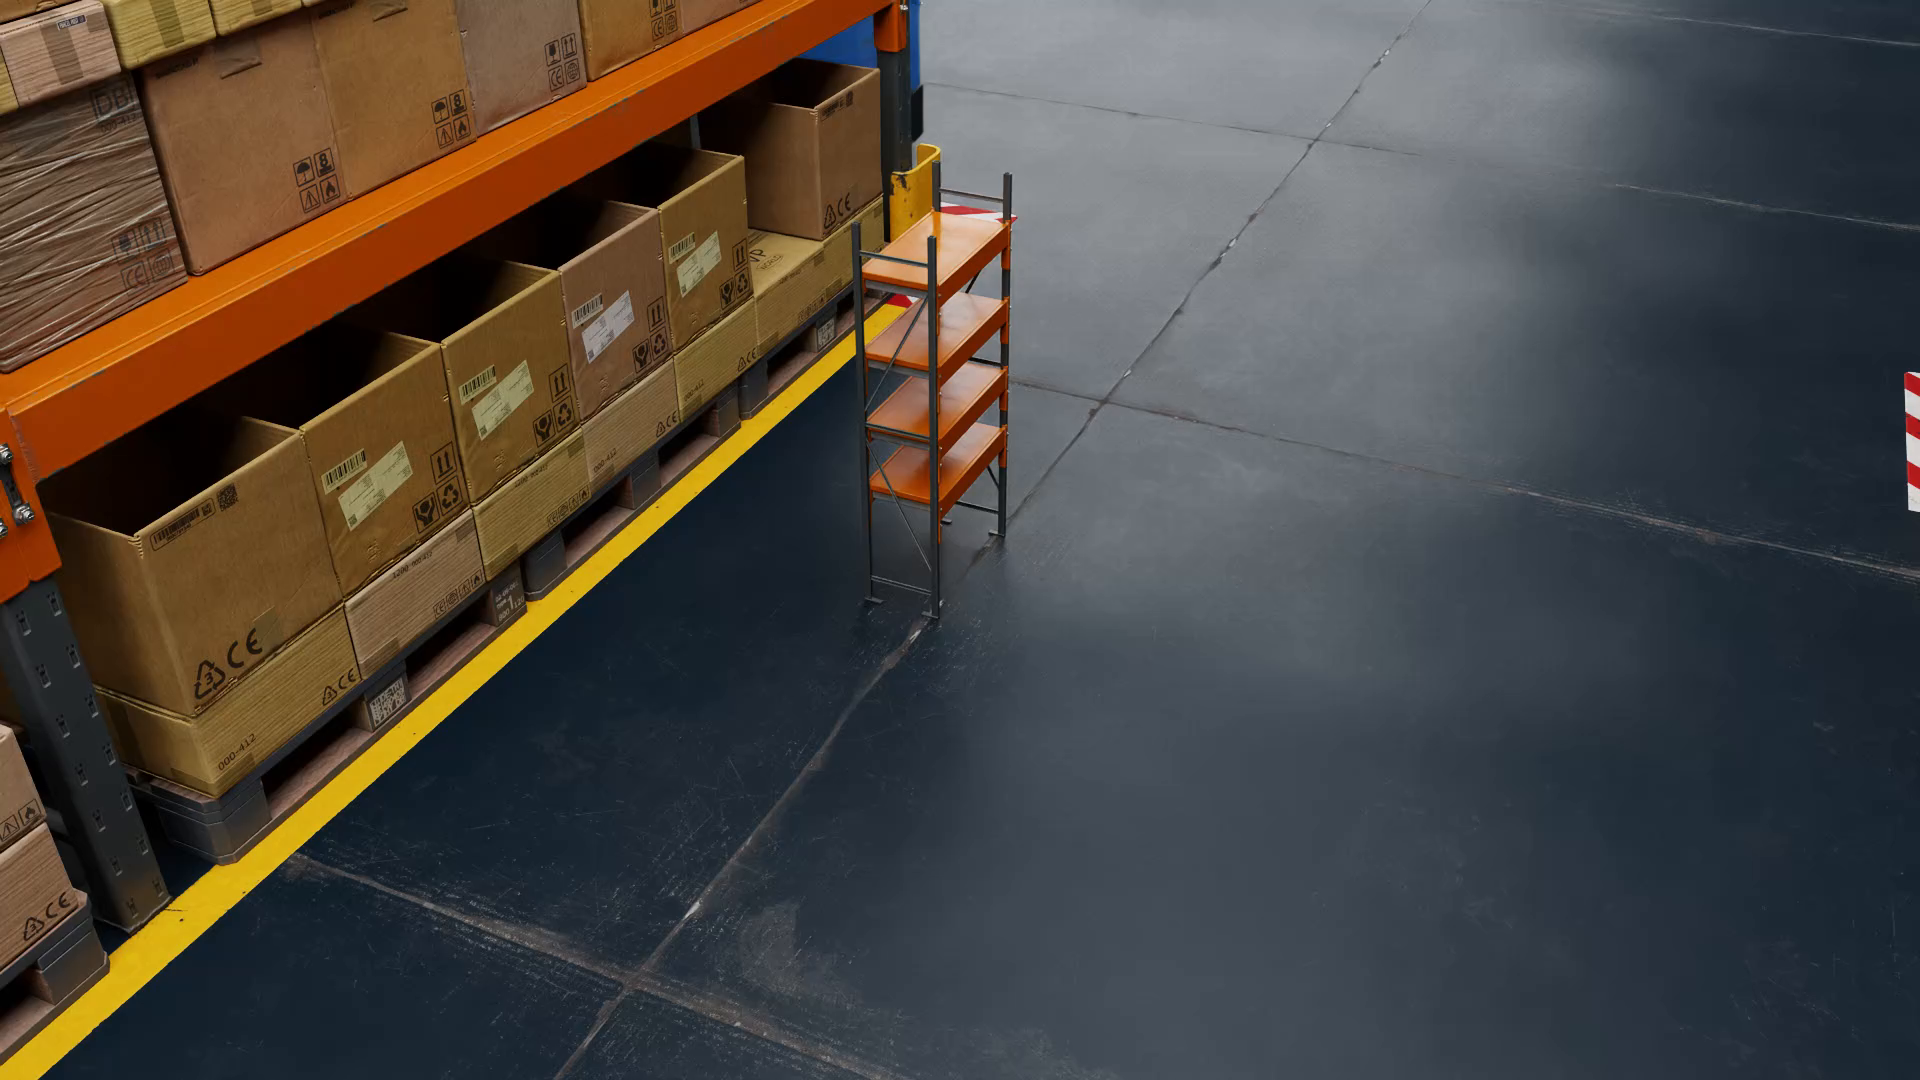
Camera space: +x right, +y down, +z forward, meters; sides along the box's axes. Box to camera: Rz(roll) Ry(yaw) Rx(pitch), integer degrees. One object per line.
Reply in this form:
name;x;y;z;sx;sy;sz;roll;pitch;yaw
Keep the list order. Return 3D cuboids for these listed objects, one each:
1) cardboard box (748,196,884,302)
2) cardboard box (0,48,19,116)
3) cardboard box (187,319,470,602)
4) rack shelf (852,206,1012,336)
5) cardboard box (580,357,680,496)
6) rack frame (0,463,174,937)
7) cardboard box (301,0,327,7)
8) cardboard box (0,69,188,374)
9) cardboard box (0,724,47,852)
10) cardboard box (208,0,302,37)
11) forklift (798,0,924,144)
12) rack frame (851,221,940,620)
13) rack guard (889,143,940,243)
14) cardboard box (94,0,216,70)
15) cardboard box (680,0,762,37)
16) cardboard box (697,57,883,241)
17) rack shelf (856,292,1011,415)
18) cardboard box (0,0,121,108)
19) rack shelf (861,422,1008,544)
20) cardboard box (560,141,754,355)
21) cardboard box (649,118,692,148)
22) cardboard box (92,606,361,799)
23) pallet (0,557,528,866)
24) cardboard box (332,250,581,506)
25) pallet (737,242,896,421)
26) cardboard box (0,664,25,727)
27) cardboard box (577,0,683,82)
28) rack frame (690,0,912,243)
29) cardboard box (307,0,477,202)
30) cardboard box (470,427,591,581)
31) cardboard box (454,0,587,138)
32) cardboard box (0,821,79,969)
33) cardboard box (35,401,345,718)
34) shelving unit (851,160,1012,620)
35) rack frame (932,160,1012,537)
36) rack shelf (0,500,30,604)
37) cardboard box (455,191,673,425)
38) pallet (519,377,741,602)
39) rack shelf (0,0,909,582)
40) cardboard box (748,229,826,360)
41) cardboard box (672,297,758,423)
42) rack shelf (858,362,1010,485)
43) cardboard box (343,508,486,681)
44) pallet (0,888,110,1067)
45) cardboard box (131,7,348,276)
cardboard box;-0.628;-1.165;6.415;0.500;0.250;0.500;14;36;20
cardboard box;-2.057;-0.884;3.180;0.380;0.149;0.250;14;36;20
cardboard box;-1.665;-0.231;4.307;0.500;0.500;0.500;14;36;20
rack shelf;-0.069;-0.748;4.580;0.258;0.148;0.480;14;36;20
cardboard box;-1.244;-0.415;5.272;0.500;0.250;0.500;14;36;20
rack frame;-2.345;-0.482;3.249;1.000;3.000;0.127;14;36;20
cardboard box;-1.631;-1.393;3.956;0.380;0.149;0.250;13;35;19
cardboard box;-2.165;-0.746;3.561;0.700;0.500;0.500;13;36;19
cardboard box;-2.254;0.526;3.326;0.500;0.311;0.500;14;36;20
cardboard box;-1.737;-1.269;3.767;0.380;0.149;0.250;14;36;20
forklift;-1.752;-3.189;7.440;3.031;2.935;1.130;10;34;14
rack frame;-0.171;-0.298;4.610;0.240;1.200;0.015;14;36;20
rack guard;-0.662;-1.440;6.991;1.175;0.500;0.348;14;36;20
cardboard box;-1.846;-1.138;3.567;0.380;0.149;0.250;13;36;19
cardboard box;-1.094;-2.023;5.509;0.700;0.500;0.500;15;36;22
cardboard box;-0.626;-1.478;6.209;0.500;0.500;0.500;14;36;20
rack shelf;-0.069;-0.550;4.710;0.258;0.148;0.480;14;36;20
cardboard box;-1.952;-1.009;3.371;0.380;0.149;0.250;15;36;21
rack shelf;-0.069;-0.197;4.941;0.258;0.148;0.480;14;36;20
cardboard box;-1.031;-0.976;5.444;0.500;0.500;0.500;14;36;20
cardboard box;-1.306;-1.348;6.010;0.500;0.500;0.500;14;36;20
cardboard box;-1.876;0.331;4.134;0.500;0.250;0.500;14;36;20
pallet;-1.974;0.298;4.603;1.003;0.211;1.213;14;36;20
cardboard box;-1.449;-0.478;4.684;0.500;0.500;0.500;14;36;20
pallet;-0.954;-0.917;6.456;1.003;0.211;1.213;14;36;20
cardboard box;-2.350;0.212;4.316;0.500;0.250;0.500;14;36;20
cardboard box;-1.307;-1.777;5.134;0.700;0.500;0.500;14;36;21
rack frame;-0.672;-2.474;6.287;1.000;3.000;0.127;14;36;20
cardboard box;-1.737;-1.259;4.343;0.700;0.500;0.500;15;36;21
cardboard box;-1.448;-0.164;4.890;0.500;0.250;0.500;14;36;20
cardboard box;-1.524;-1.514;4.733;0.700;0.500;0.500;15;36;22
cardboard box;-2.255;0.766;3.471;0.500;0.250;0.500;14;36;20
cardboard box;-1.867;0.020;3.925;0.500;0.500;0.500;14;36;20
shelving unit;-0.069;-0.419;4.795;0.258;1.200;0.503;14;36;20
rack frame;0.033;-0.541;4.981;0.240;1.200;0.015;14;36;20
rack shelf;-3.182;0.815;1.927;1.077;0.370;4.000;14;36;20
cardboard box;-1.241;-0.728;5.065;0.500;0.500;0.500;14;36;20
pallet;-1.465;-0.312;5.533;1.003;0.211;1.213;14;36;20
rack shelf;-1.509;-1.177;4.965;1.077;0.370;4.000;14;36;20
cardboard box;-0.826;-0.913;6.031;0.500;0.250;0.500;14;36;20
cardboard box;-1.034;-0.663;5.651;0.500;0.250;0.500;14;36;20
rack shelf;-0.069;-0.363;4.832;0.258;0.148;0.480;14;36;20
cardboard box;-1.662;0.083;4.512;0.500;0.250;0.500;14;36;20
pallet;-2.618;1.060;3.440;1.003;0.211;1.213;14;36;20
cardboard box;-1.951;-1.010;3.964;0.700;0.500;0.500;14;36;20
